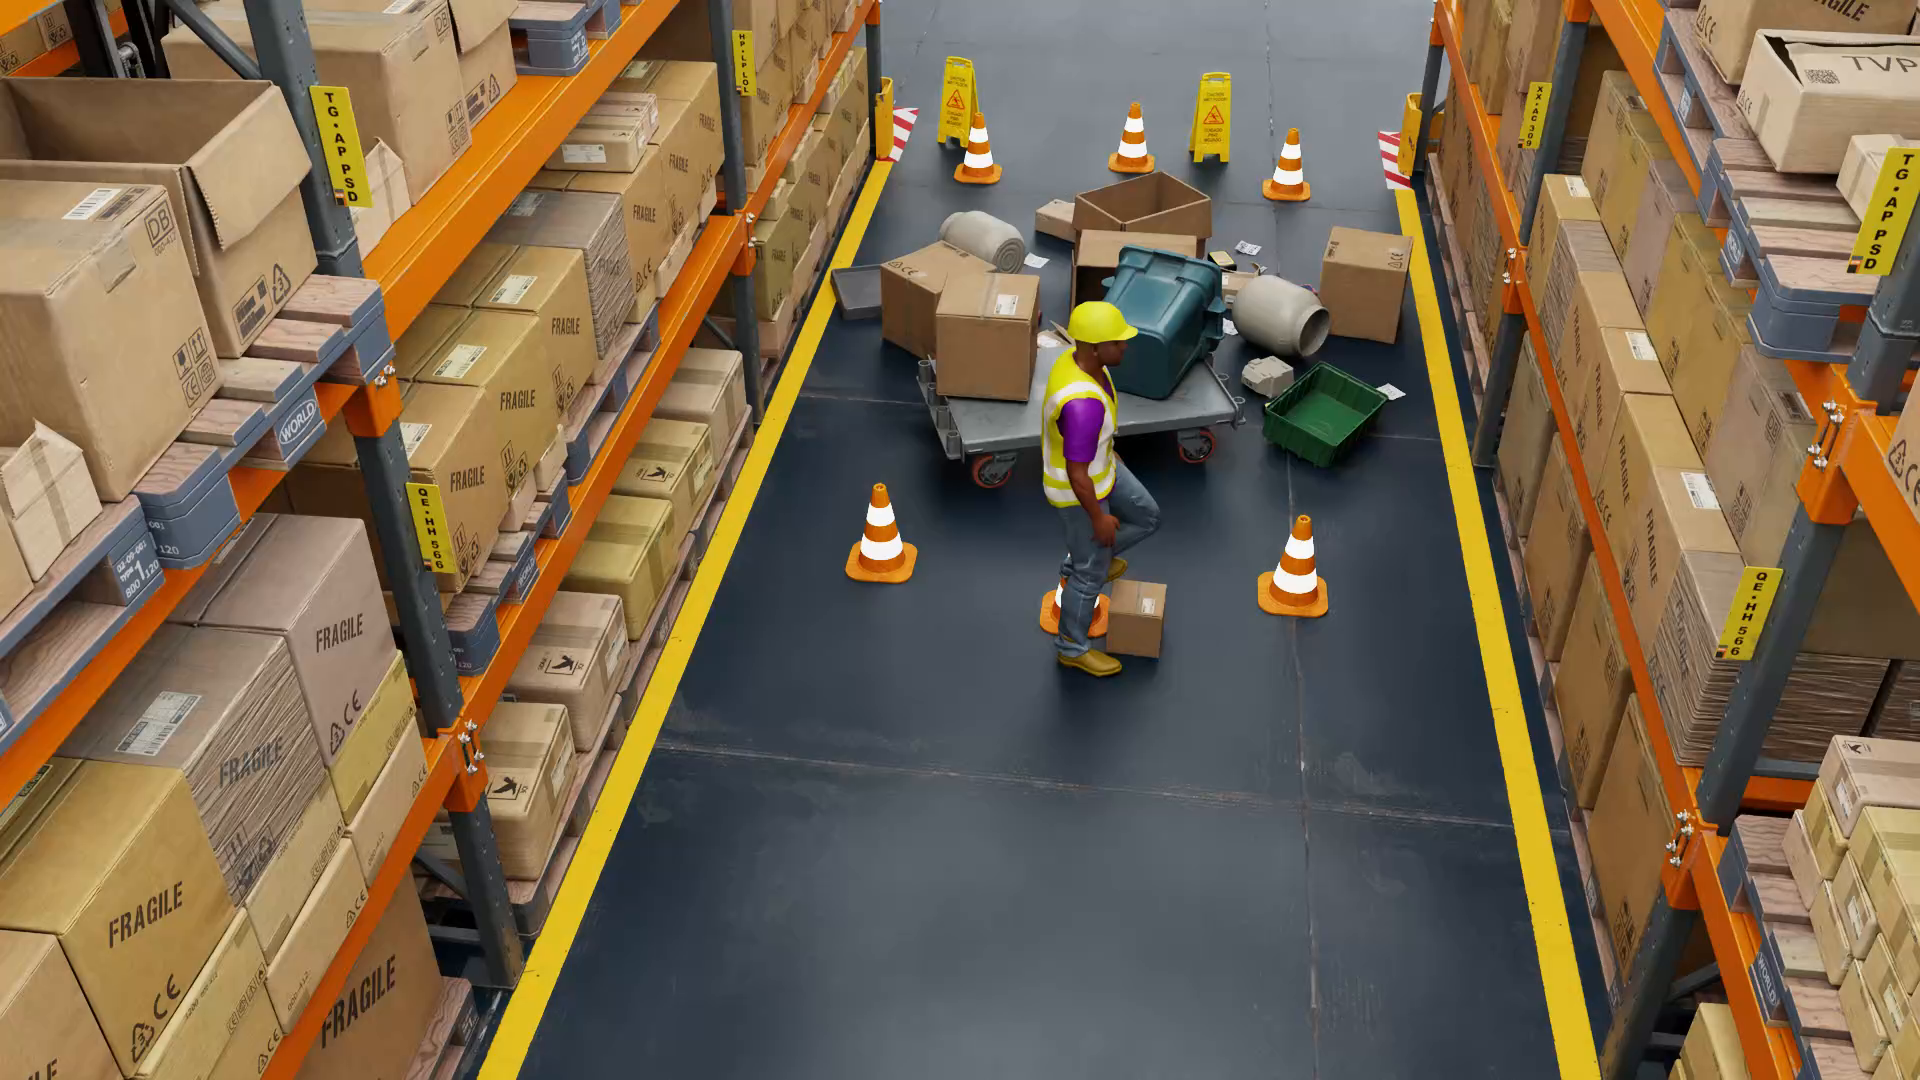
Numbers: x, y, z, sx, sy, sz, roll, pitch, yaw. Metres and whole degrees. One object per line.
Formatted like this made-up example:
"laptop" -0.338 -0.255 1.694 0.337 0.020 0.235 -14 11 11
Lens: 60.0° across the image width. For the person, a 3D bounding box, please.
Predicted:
"person" 0.631 -0.241 7.353 0.541 1.766 0.628 5 36 6
